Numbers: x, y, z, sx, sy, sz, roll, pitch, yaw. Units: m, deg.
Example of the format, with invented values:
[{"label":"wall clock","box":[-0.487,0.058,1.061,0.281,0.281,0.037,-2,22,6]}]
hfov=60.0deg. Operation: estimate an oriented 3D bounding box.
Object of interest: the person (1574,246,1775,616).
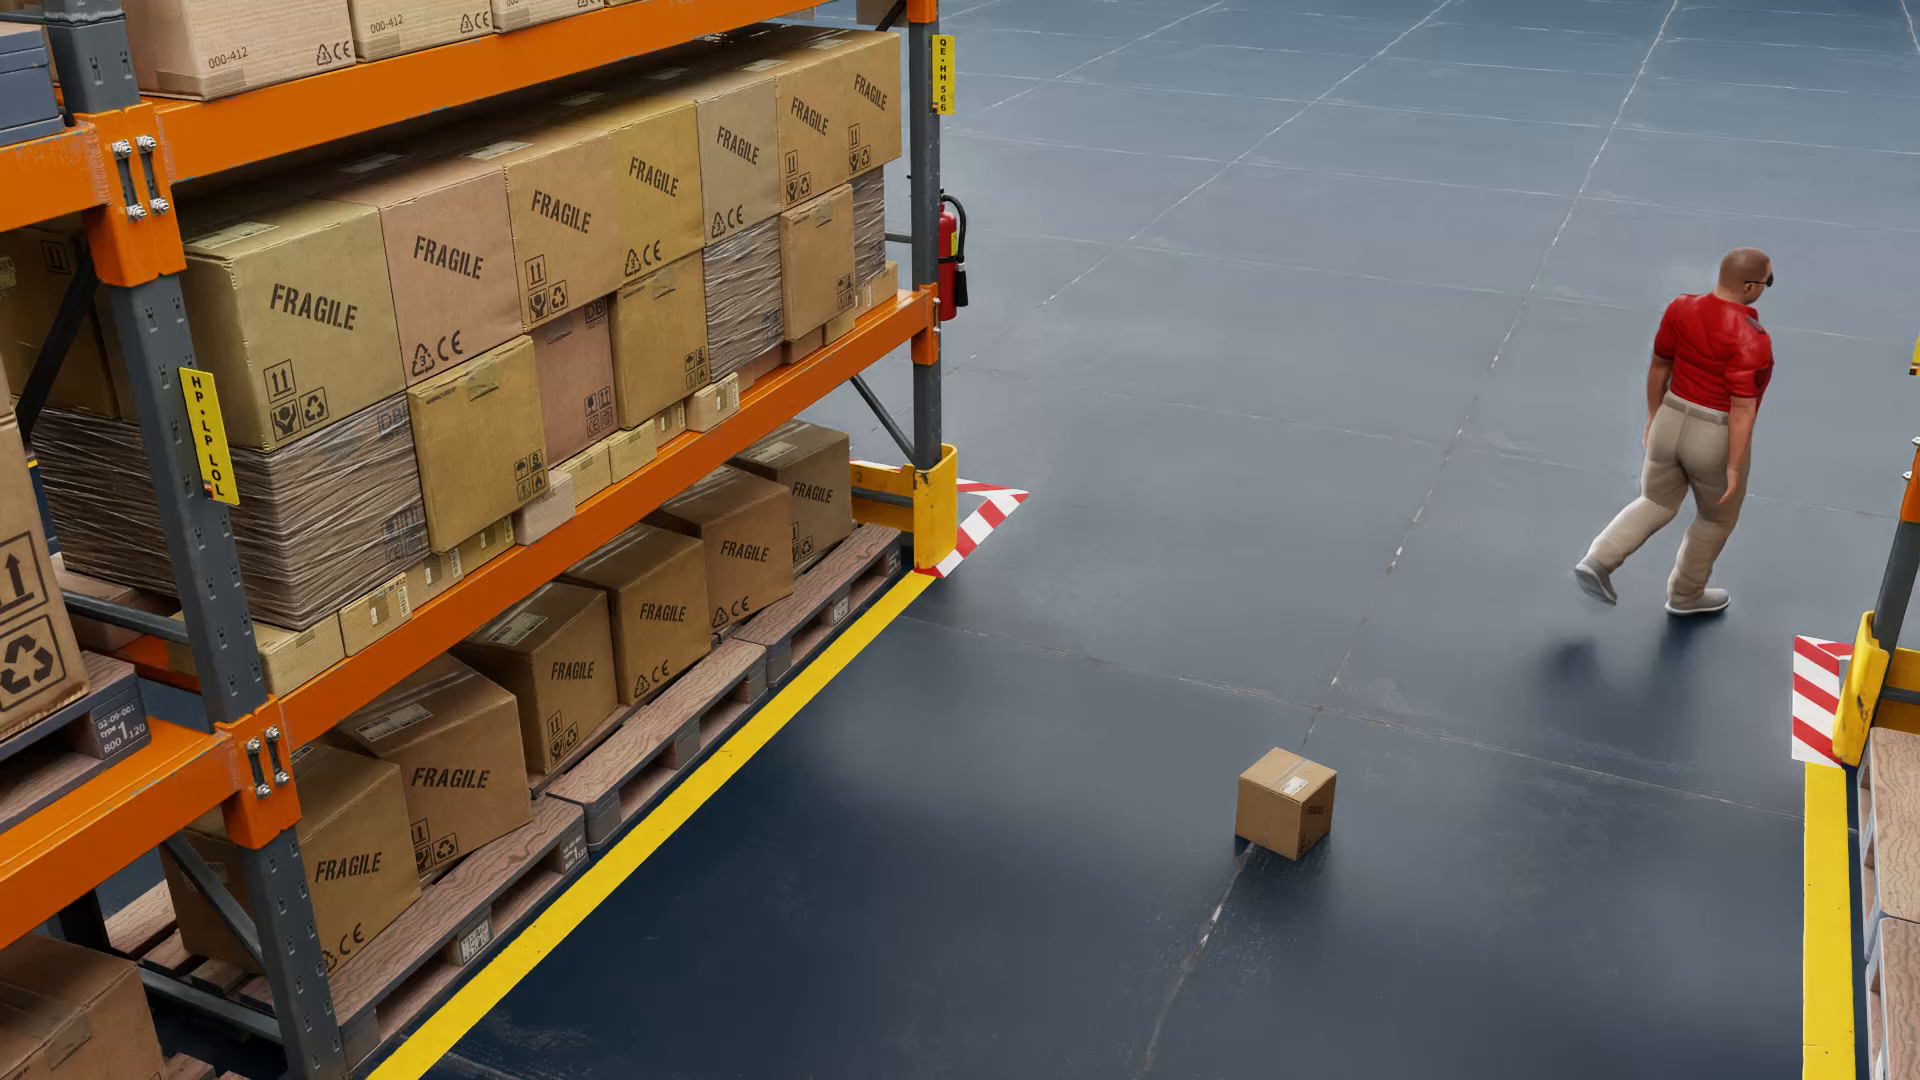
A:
[{"label":"person","box":[3.089,-0.424,6.995,0.778,1.693,0.551,-13,29,-25]}]
